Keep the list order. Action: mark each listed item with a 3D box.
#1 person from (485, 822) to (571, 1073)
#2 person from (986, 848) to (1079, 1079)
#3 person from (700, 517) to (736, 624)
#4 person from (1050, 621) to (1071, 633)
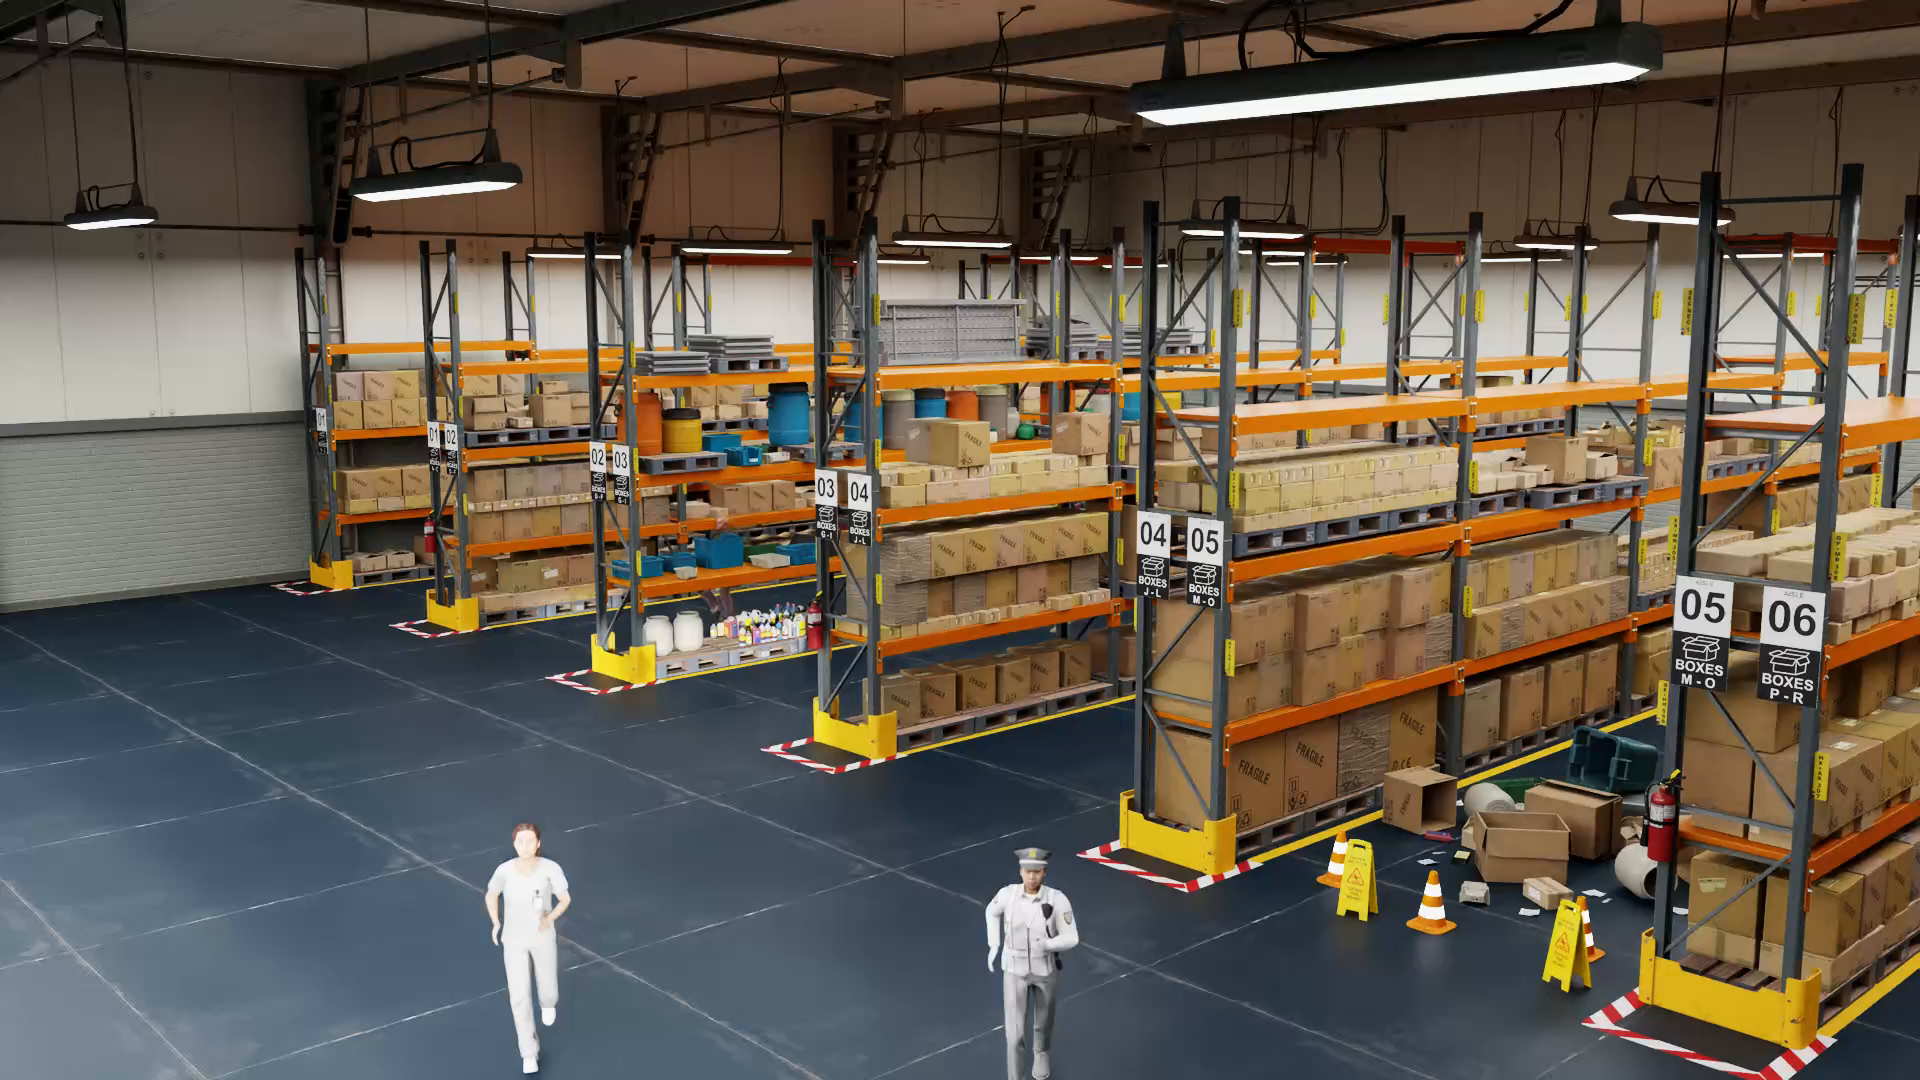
[{"bbox_3d":[-2.936,2.714,11.324,0.573,1.632,0.779,-1,9,-10],"label":"person"},{"bbox_3d":[0.456,2.776,10.612,0.596,1.725,0.847,0,8,3],"label":"person"},{"bbox_3d":[-3.744,0.486,25.770,0.644,1.697,0.638,6,10,34],"label":"person"},{"bbox_3d":[1.518,0.508,24.270,0.596,1.649,0.689,5,10,30],"label":"person"}]
